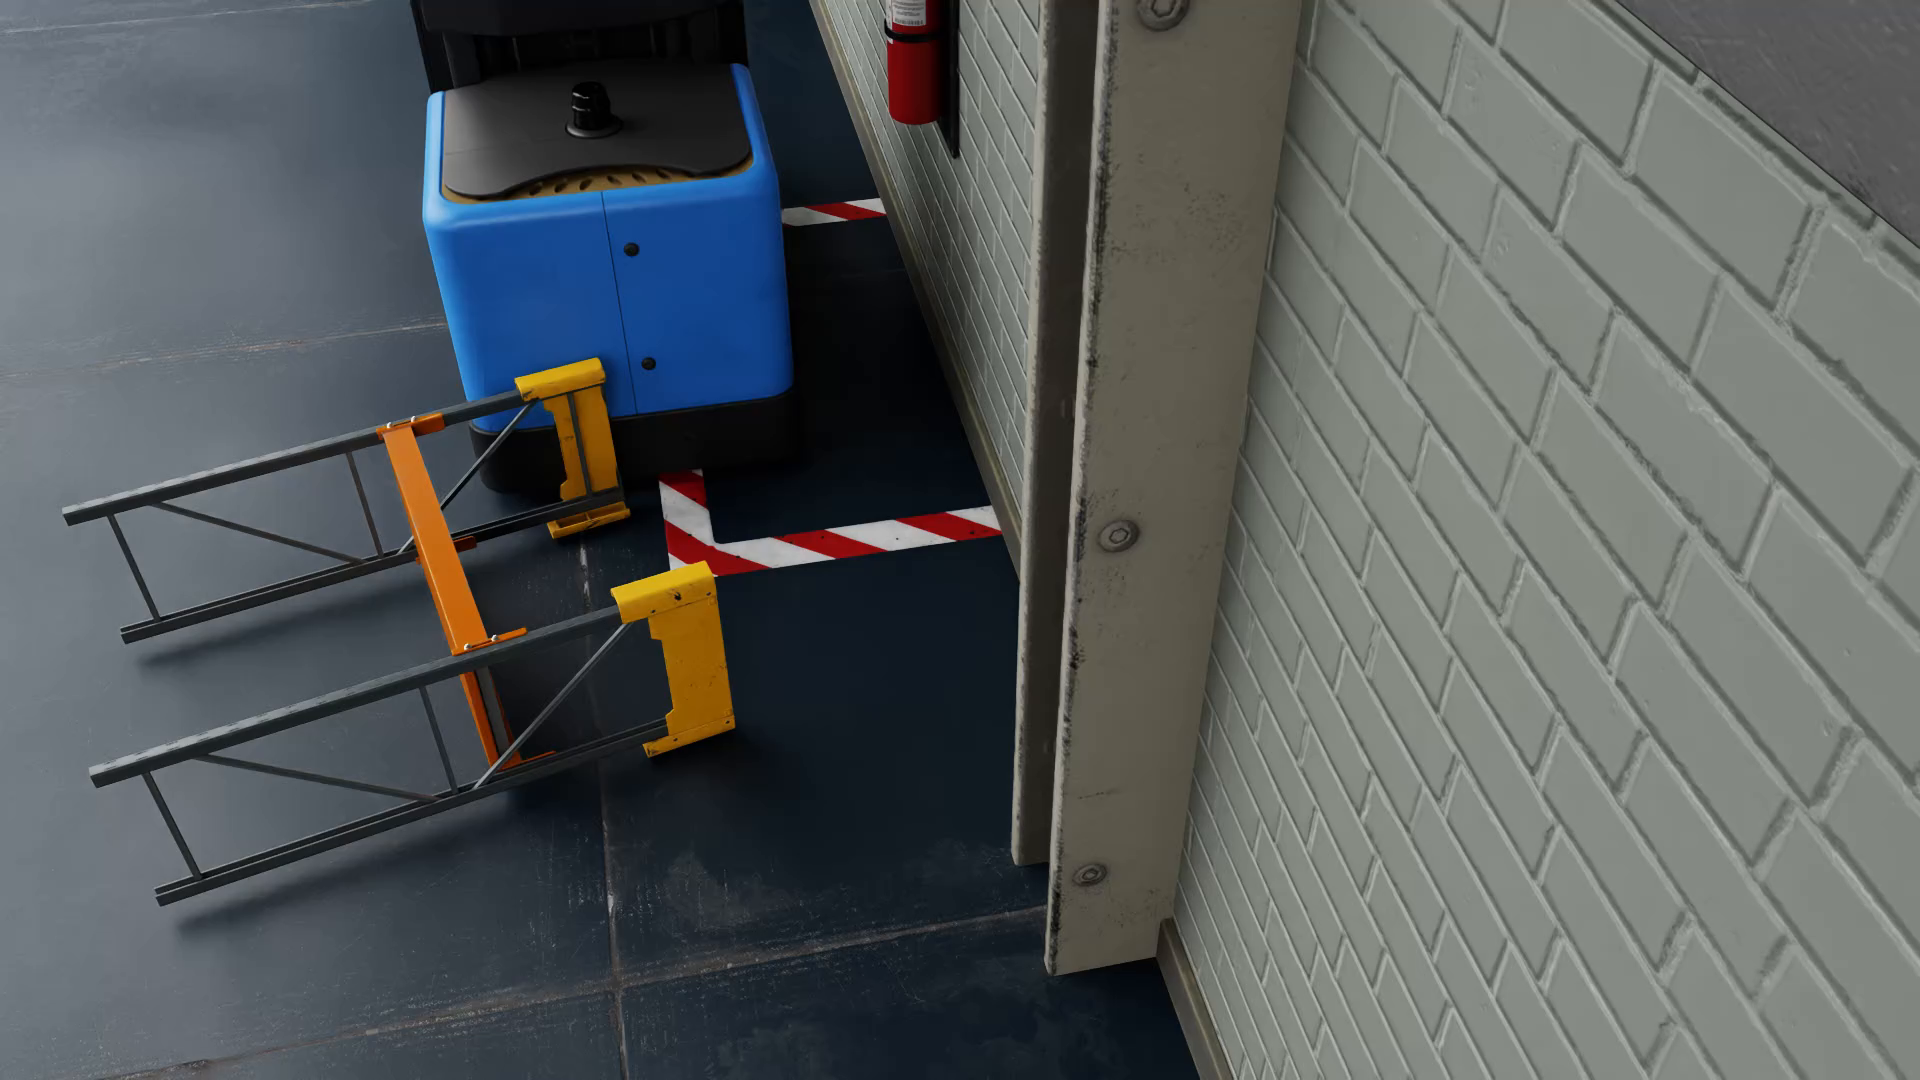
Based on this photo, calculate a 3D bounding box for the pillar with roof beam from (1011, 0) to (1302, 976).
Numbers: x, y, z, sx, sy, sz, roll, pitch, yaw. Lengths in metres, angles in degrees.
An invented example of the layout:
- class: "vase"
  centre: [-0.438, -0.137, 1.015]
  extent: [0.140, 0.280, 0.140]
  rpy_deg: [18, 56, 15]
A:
- class: "pillar with roof beam"
  centre: [-3.878, -1.836, 0.539]
  extent: [9.100, 9.000, 0.400]
  rpy_deg: [-8, 42, -9]

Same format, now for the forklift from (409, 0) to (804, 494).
- class: "forklift"
  centre: [-1.333, -2.232, 5.556]
  extent: [1.130, 2.935, 3.031]
  rpy_deg: [-8, 42, -9]

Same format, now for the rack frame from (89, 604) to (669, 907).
- class: "rack frame"
  centre: [-1.320, 0.504, 4.221]
  extent: [1.500, 0.500, 0.032]
  rpy_deg: [-18, 45, -18]

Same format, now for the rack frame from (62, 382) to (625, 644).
- class: "rack frame"
  centre: [-1.753, -0.107, 4.909]
  extent: [1.500, 0.500, 0.032]
  rpy_deg: [-18, 45, -18]

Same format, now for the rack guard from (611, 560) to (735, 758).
- class: "rack guard"
  centre: [-0.755, 0.324, 4.419]
  extent: [0.250, 0.587, 0.087]
  rpy_deg: [-18, 45, -18]

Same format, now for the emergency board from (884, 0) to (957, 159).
- class: "emergency board"
  centre: [-0.171, -1.816, 5.037]
  extent: [0.194, 1.169, 0.643]
  rpy_deg: [-8, 42, -9]

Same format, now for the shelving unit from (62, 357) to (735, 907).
- class: "shelving unit"
  centre: [-1.533, 0.204, 4.559]
  extent: [1.500, 0.587, 1.083]
  rpy_deg: [-18, 45, -18]

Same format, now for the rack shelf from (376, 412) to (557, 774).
- class: "rack shelf"
  centre: [-1.374, 0.147, 4.622]
  extent: [0.185, 0.538, 1.000]
  rpy_deg: [-18, 45, -18]

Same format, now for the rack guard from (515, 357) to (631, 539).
- class: "rack guard"
  centre: [-1.179, -0.274, 5.093]
  extent: [0.250, 0.587, 0.087]
  rpy_deg: [-18, 45, -18]
